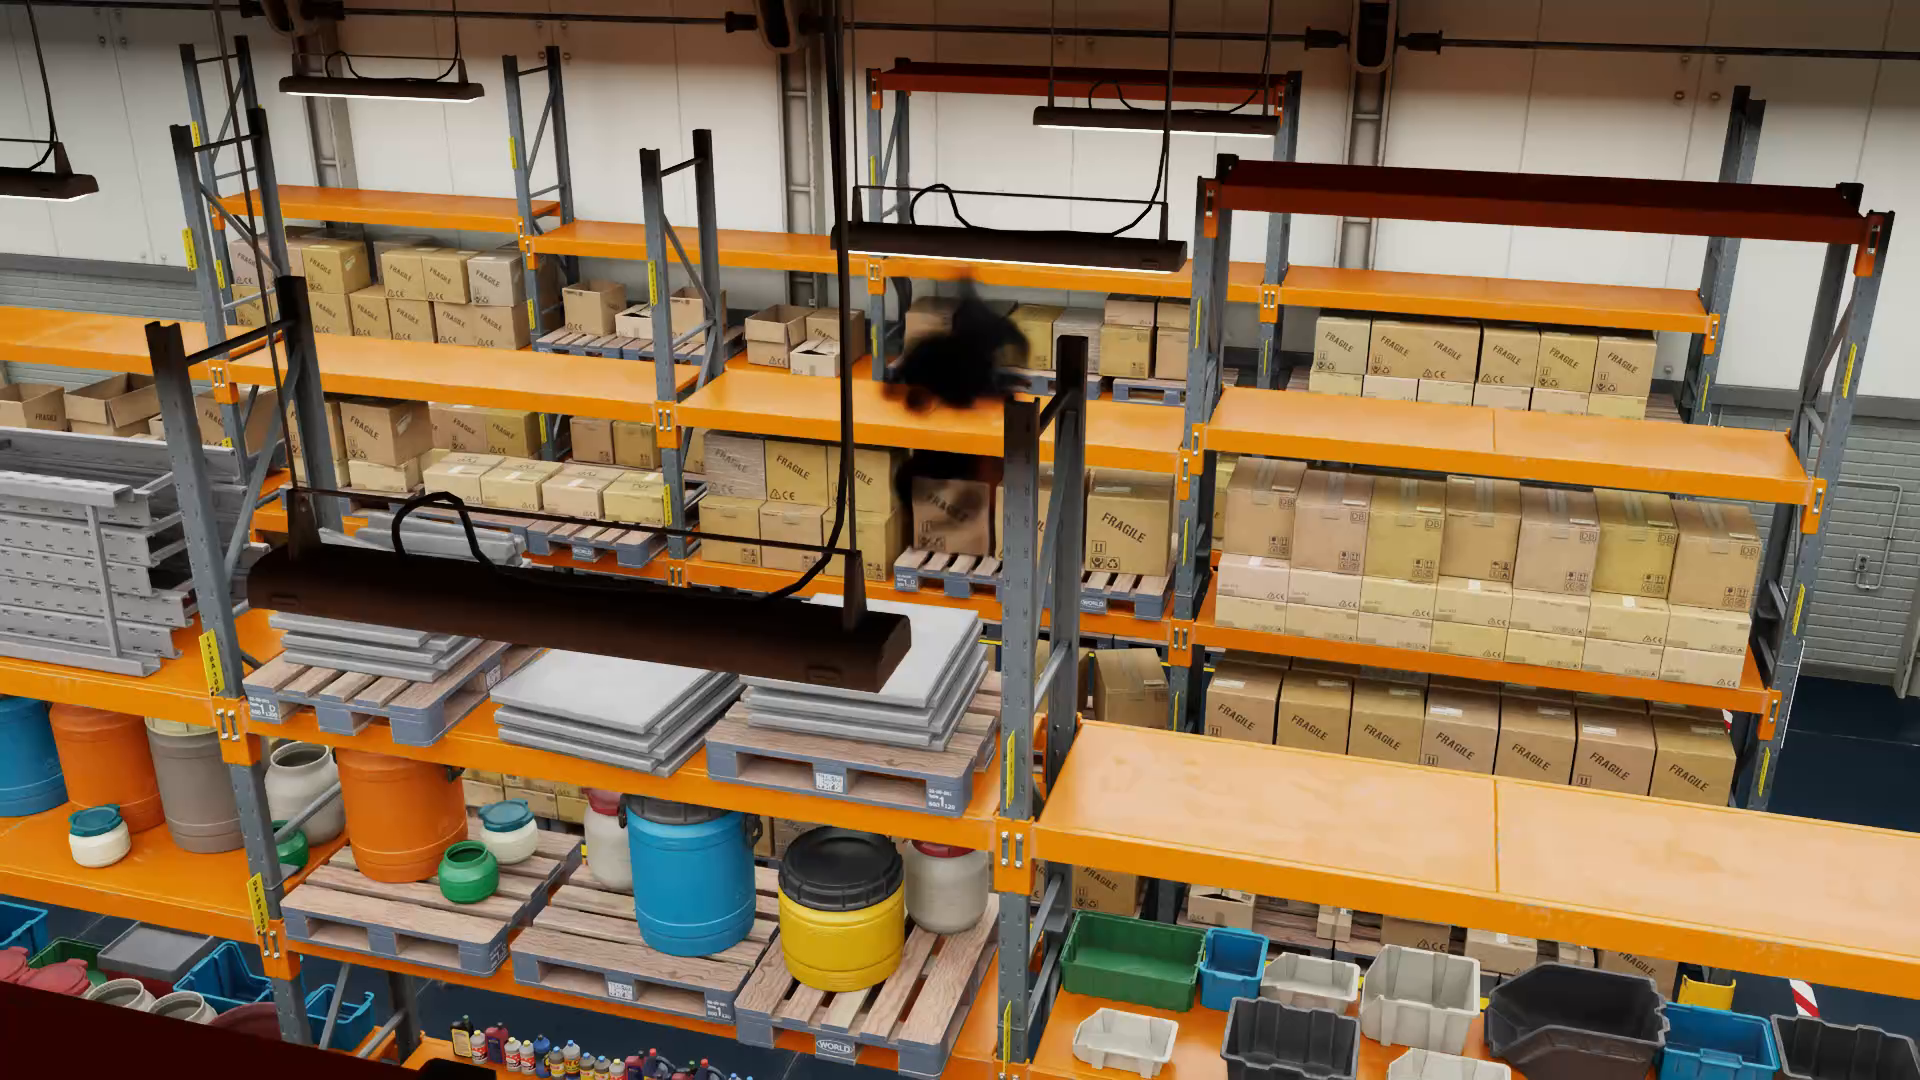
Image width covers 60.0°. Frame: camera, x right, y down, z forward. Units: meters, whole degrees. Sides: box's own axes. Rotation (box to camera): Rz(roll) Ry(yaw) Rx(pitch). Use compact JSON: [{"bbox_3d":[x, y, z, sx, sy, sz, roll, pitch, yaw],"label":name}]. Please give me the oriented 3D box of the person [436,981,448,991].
[{"bbox_3d":[-3.789,2.466,11.960,0.652,1.751,0.643,6,23,13],"label":"person"}]
